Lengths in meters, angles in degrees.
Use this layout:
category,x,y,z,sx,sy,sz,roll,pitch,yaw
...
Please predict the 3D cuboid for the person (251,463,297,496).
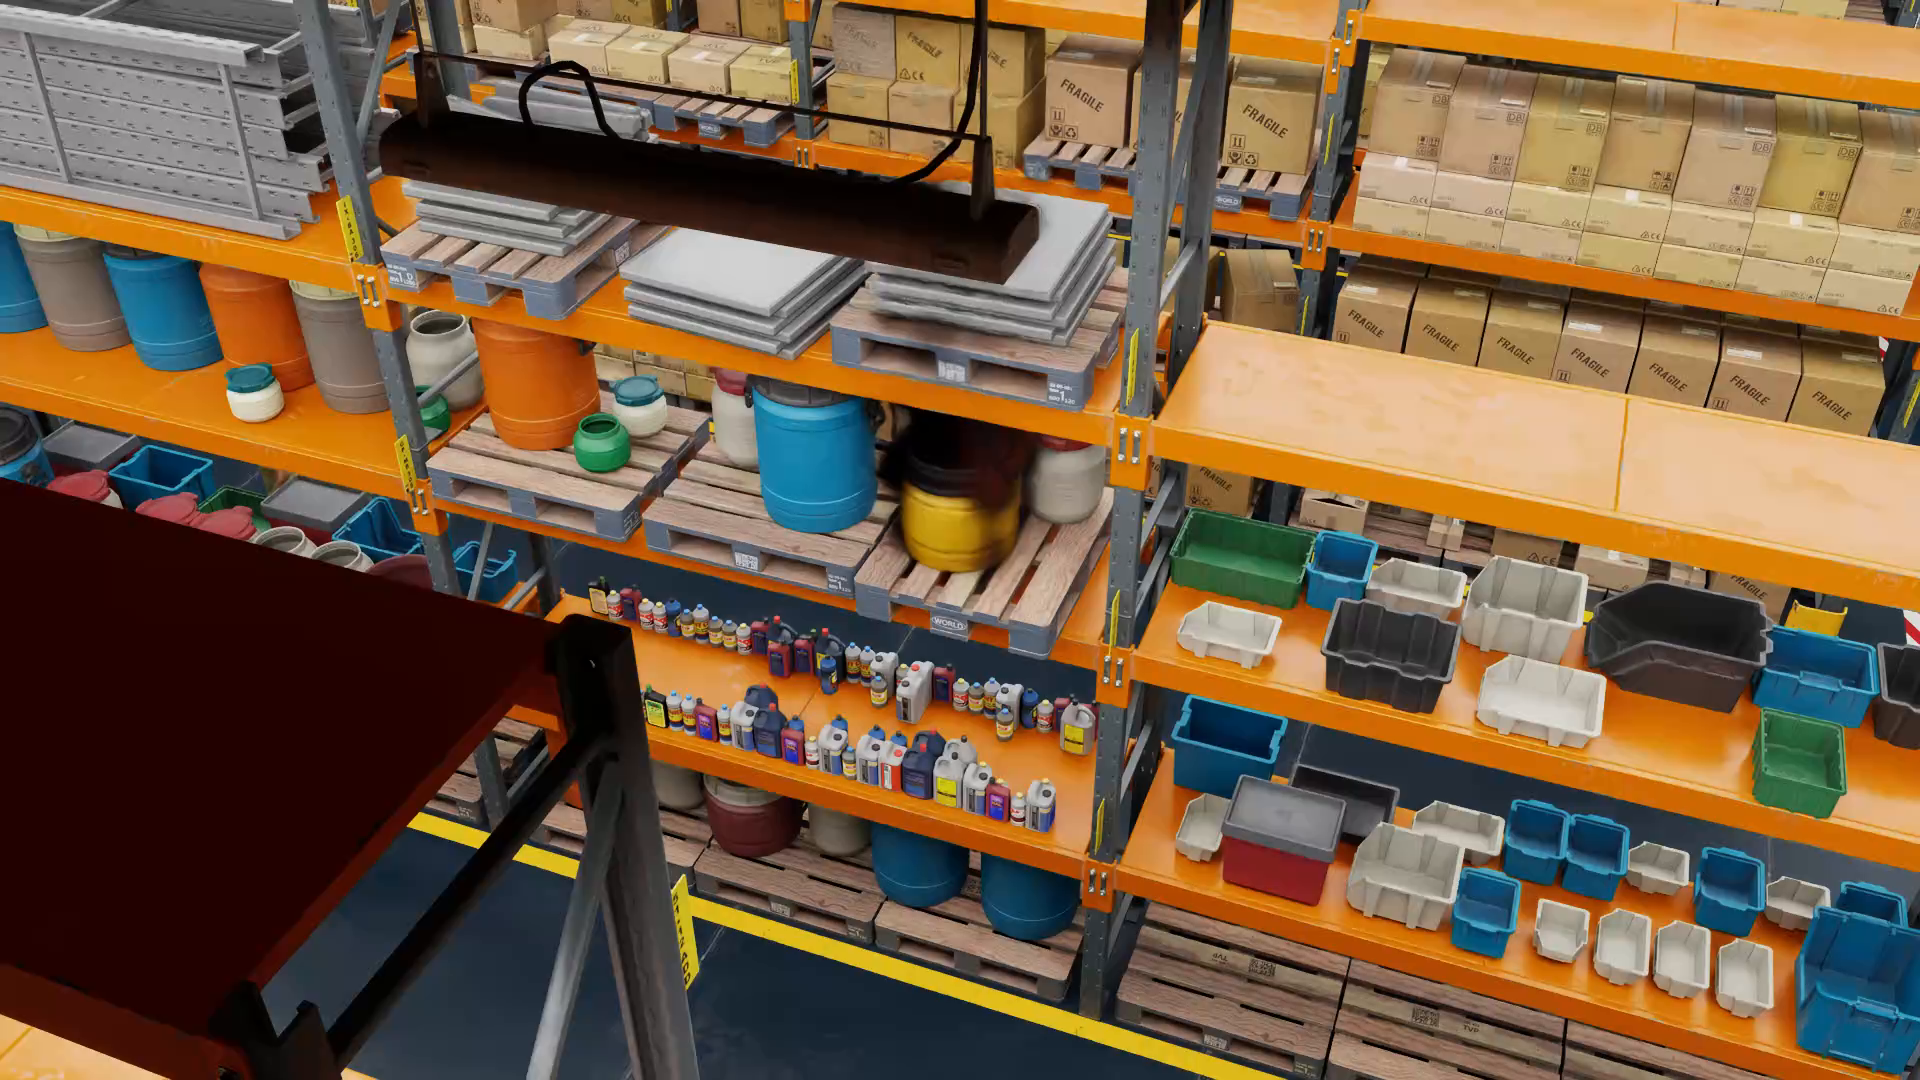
category,x,y,z,sx,sy,sz,roll,pitch,yaw
person,-5.047,-0.355,12.481,0.589,1.632,0.552,12,38,15
